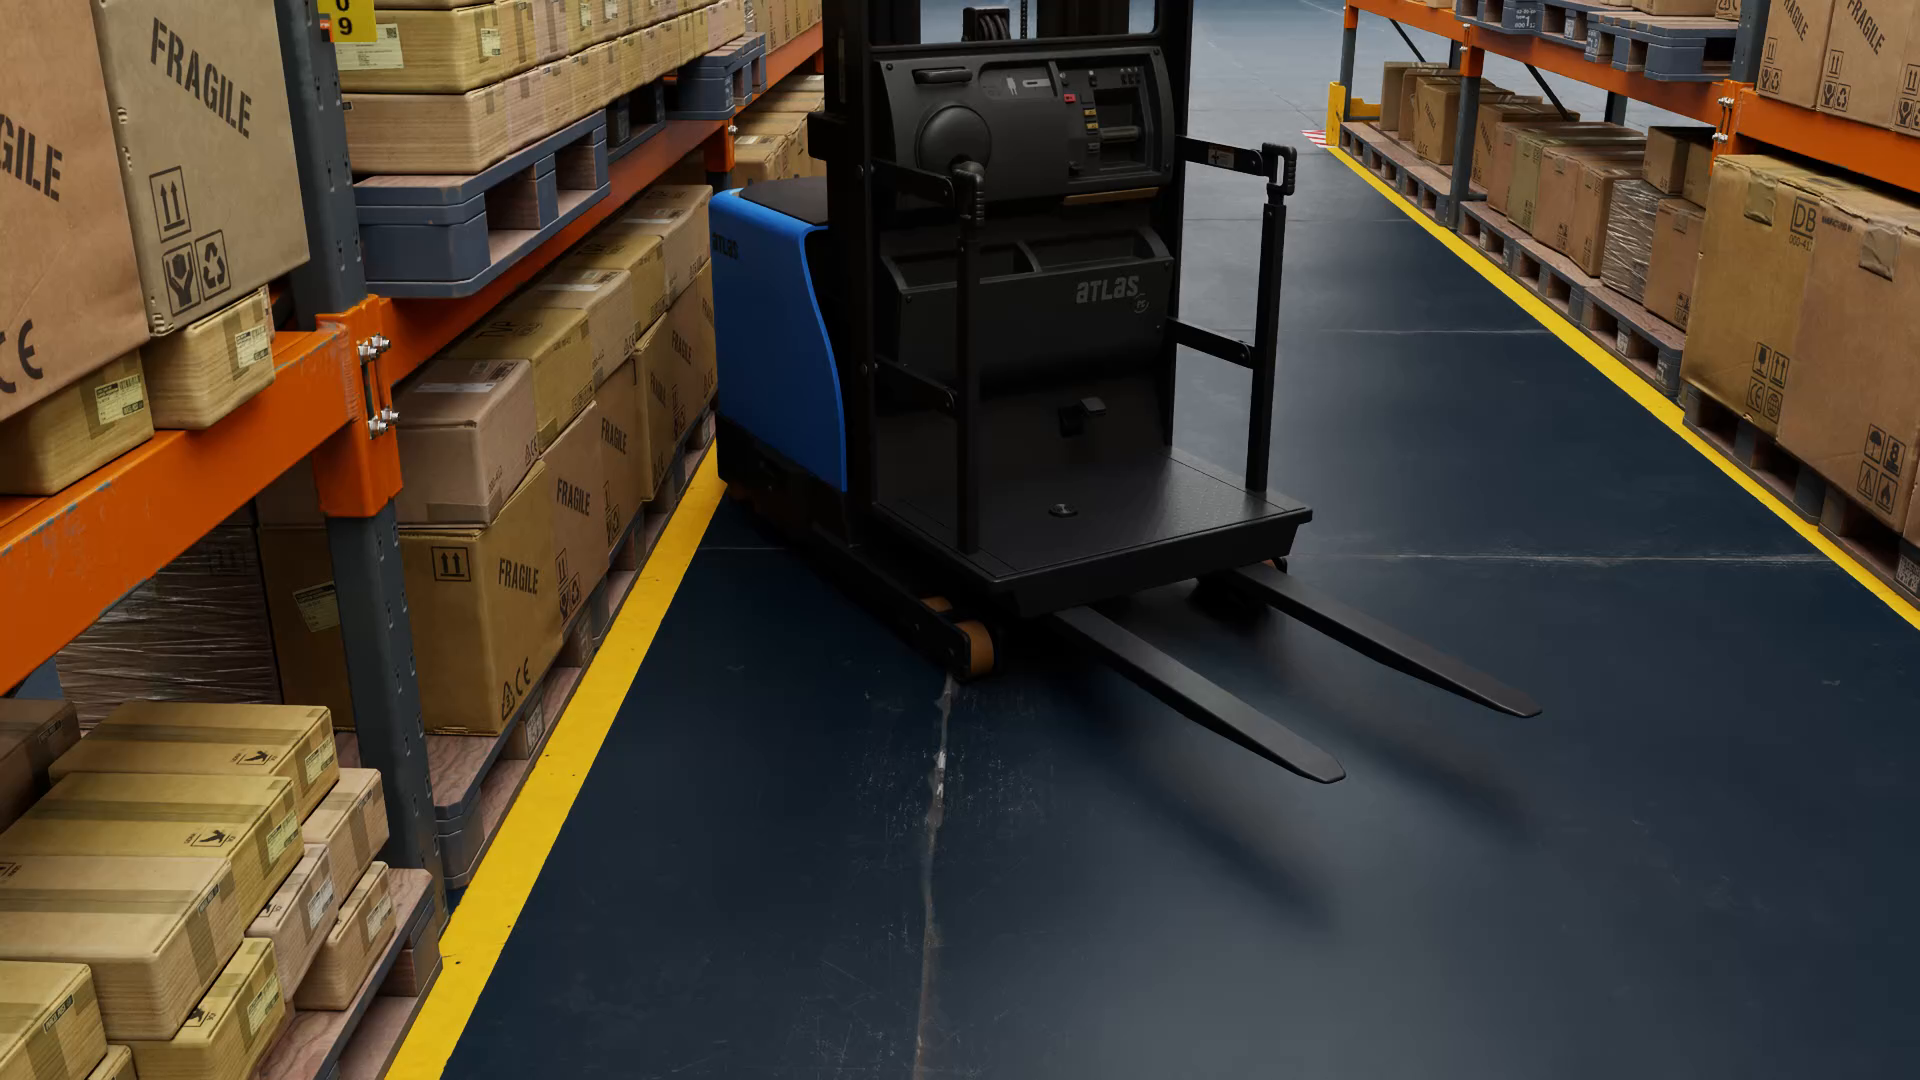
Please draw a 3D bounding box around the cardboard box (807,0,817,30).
[{"bbox_3d":[-1.087,-3.149,9.360,0.500,0.500,0.500,0,21,1],"label":"cardboard box"}]

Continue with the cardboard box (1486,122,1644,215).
[{"bbox_3d":[3.591,-2.204,9.909,0.700,0.500,0.500,-1,21,-3],"label":"cardboard box"}]

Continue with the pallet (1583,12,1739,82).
[{"bbox_3d":[3.425,-2.109,7.082,1.213,0.211,1.003,1,21,2],"label":"pallet"}]

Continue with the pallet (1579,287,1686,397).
[{"bbox_3d":[3.535,-0.922,7.613,1.003,0.211,1.213,1,21,2],"label":"pallet"}]

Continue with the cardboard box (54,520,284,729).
[{"bbox_3d":[-1.796,0.115,3.961,0.500,0.500,0.500,0,21,1],"label":"cardboard box"}]

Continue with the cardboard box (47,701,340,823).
[{"bbox_3d":[-1.317,0.403,2.881,0.380,0.149,0.250,1,21,3],"label":"cardboard box"}]

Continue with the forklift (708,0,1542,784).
[{"bbox_3d":[0.313,-1.172,4.497,1.130,2.935,3.031,-12,24,-28],"label":"forklift"}]

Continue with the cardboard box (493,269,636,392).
[{"bbox_3d":[-1.246,-0.605,4.781,0.500,0.250,0.500,1,21,4],"label":"cardboard box"}]

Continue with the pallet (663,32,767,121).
[{"bbox_3d":[-1.360,-1.682,5.983,1.213,0.211,1.003,1,21,2],"label":"pallet"}]

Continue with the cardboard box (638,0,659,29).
[{"bbox_3d":[-1.049,-1.504,4.615,0.380,0.149,0.250,0,21,1],"label":"cardboard box"}]

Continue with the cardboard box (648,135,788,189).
[{"bbox_3d":[-1.336,-1.397,7.511,1.050,0.750,0.750,0,21,1],"label":"cardboard box"}]

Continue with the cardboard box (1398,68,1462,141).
[{"bbox_3d":[3.734,-3.420,13.072,0.500,0.500,0.500,6,22,16],"label":"cardboard box"}]

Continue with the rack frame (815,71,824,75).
[{"bbox_3d":[-1.323,-3.477,10.343,1.000,3.000,0.127,1,21,2],"label":"rack frame"}]

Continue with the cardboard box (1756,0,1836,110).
[{"bbox_3d":[3.223,-1.813,5.917,0.500,0.500,0.500,1,21,3],"label":"cardboard box"}]

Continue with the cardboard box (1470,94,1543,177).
[{"bbox_3d":[3.694,-2.767,11.390,0.500,0.500,0.500,8,22,19],"label":"cardboard box"}]

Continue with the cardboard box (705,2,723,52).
[{"bbox_3d":[-1.017,-1.743,5.641,0.380,0.149,0.250,1,21,3],"label":"cardboard box"}]

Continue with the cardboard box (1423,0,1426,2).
[{"bbox_3d":[3.432,-3.801,11.525,0.380,0.149,0.250,1,21,2],"label":"cardboard box"}]

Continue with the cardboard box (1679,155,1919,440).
[{"bbox_3d":[3.468,-0.895,6.046,1.225,0.875,0.875,0,21,-1],"label":"cardboard box"}]

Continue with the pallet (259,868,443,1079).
[{"bbox_3d":[-1.551,0.959,2.765,1.003,0.211,1.213,1,21,2],"label":"pallet"}]

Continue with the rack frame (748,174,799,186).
[{"bbox_3d":[-0.675,-0.829,6.215,0.200,1.050,0.008,-12,24,-28],"label":"rack frame"}]

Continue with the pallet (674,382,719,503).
[{"bbox_3d":[-1.470,-0.448,6.391,1.003,0.211,1.213,1,21,2],"label":"pallet"}]

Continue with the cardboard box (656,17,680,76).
[{"bbox_3d":[-1.044,-1.462,4.917,0.380,0.149,0.250,1,21,3],"label":"cardboard box"}]

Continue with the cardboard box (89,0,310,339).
[{"bbox_3d":[-1.299,-0.591,2.357,0.500,0.500,0.500,1,21,2],"label":"cardboard box"}]

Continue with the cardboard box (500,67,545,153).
[{"bbox_3d":[-1.092,-0.901,3.470,0.380,0.149,0.250,1,21,2],"label":"cardboard box"}]

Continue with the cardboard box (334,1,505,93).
[{"bbox_3d":[-1.095,-0.939,3.157,0.380,0.149,0.250,1,21,2],"label":"cardboard box"}]

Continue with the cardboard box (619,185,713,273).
[{"bbox_3d":[-1.203,-1.160,6.211,0.500,0.250,0.500,0,21,0],"label":"cardboard box"}]

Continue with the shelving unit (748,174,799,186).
[{"bbox_3d":[-0.614,-0.791,6.117,0.215,1.050,0.252,-12,24,-28],"label":"shelving unit"}]

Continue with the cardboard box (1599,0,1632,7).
[{"bbox_3d":[3.291,-2.678,7.890,0.396,0.266,0.258,0,21,0],"label":"cardboard box"}]

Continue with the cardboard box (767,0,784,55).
[{"bbox_3d":[-1.133,-2.603,7.952,0.500,0.500,0.500,1,21,2],"label":"cardboard box"}]

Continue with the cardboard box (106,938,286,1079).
[{"bbox_3d":[-1.244,0.723,2.468,0.380,0.149,0.250,0,21,0],"label":"cardboard box"}]

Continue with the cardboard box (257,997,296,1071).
[{"bbox_3d":[-1.329,0.788,2.713,0.380,0.149,0.250,1,21,3],"label":"cardboard box"}]

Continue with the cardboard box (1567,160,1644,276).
[{"bbox_3d":[3.525,-1.627,8.424,0.700,0.500,0.500,2,21,6],"label":"cardboard box"}]

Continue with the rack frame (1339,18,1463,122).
[{"bbox_3d":[3.753,-4.832,13.835,1.000,3.000,0.127,1,21,2],"label":"rack frame"}]

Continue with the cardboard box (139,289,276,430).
[{"bbox_3d":[-1.240,-0.267,2.417,0.380,0.149,0.250,0,21,0],"label":"cardboard box"}]

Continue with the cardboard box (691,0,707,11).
[{"bbox_3d":[-1.024,-1.782,5.330,0.380,0.149,0.250,1,21,2],"label":"cardboard box"}]

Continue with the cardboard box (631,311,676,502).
[{"bbox_3d":[-1.223,-0.441,5.394,0.500,0.500,0.500,0,21,-1],"label":"cardboard box"}]

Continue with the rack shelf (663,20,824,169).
[{"bbox_3d":[-1.384,-2.418,8.609,1.077,0.370,4.000,1,21,2],"label":"rack shelf"}]

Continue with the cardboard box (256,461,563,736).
[{"bbox_3d":[-1.279,0.121,3.945,0.500,0.500,0.500,1,21,4],"label":"cardboard box"}]

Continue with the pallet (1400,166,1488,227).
[{"bbox_3d":[3.617,-2.329,11.239,1.003,0.211,1.213,1,21,2],"label":"pallet"}]

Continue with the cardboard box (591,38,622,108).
[{"bbox_3d":[-1.064,-1.174,4.174,0.380,0.149,0.250,0,21,-1],"label":"cardboard box"}]

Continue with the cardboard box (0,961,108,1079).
[{"bbox_3d":[-1.371,0.679,2.170,0.380,0.149,0.250,1,21,3],"label":"cardboard box"}]

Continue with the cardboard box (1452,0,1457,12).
[{"bbox_3d":[3.361,-3.440,10.595,0.380,0.149,0.250,1,21,2],"label":"cardboard box"}]

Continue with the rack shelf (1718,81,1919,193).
[{"bbox_3d":[3.449,-0.881,4.647,1.077,0.370,4.000,1,21,2],"label":"rack shelf"}]

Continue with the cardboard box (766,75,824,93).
[{"bbox_3d":[-1.252,-2.398,10.093,1.050,0.750,0.750,1,21,1],"label":"cardboard box"}]

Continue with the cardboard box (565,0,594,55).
[{"bbox_3d":[-1.074,-1.220,3.882,0.380,0.149,0.250,0,21,-1],"label":"cardboard box"}]
